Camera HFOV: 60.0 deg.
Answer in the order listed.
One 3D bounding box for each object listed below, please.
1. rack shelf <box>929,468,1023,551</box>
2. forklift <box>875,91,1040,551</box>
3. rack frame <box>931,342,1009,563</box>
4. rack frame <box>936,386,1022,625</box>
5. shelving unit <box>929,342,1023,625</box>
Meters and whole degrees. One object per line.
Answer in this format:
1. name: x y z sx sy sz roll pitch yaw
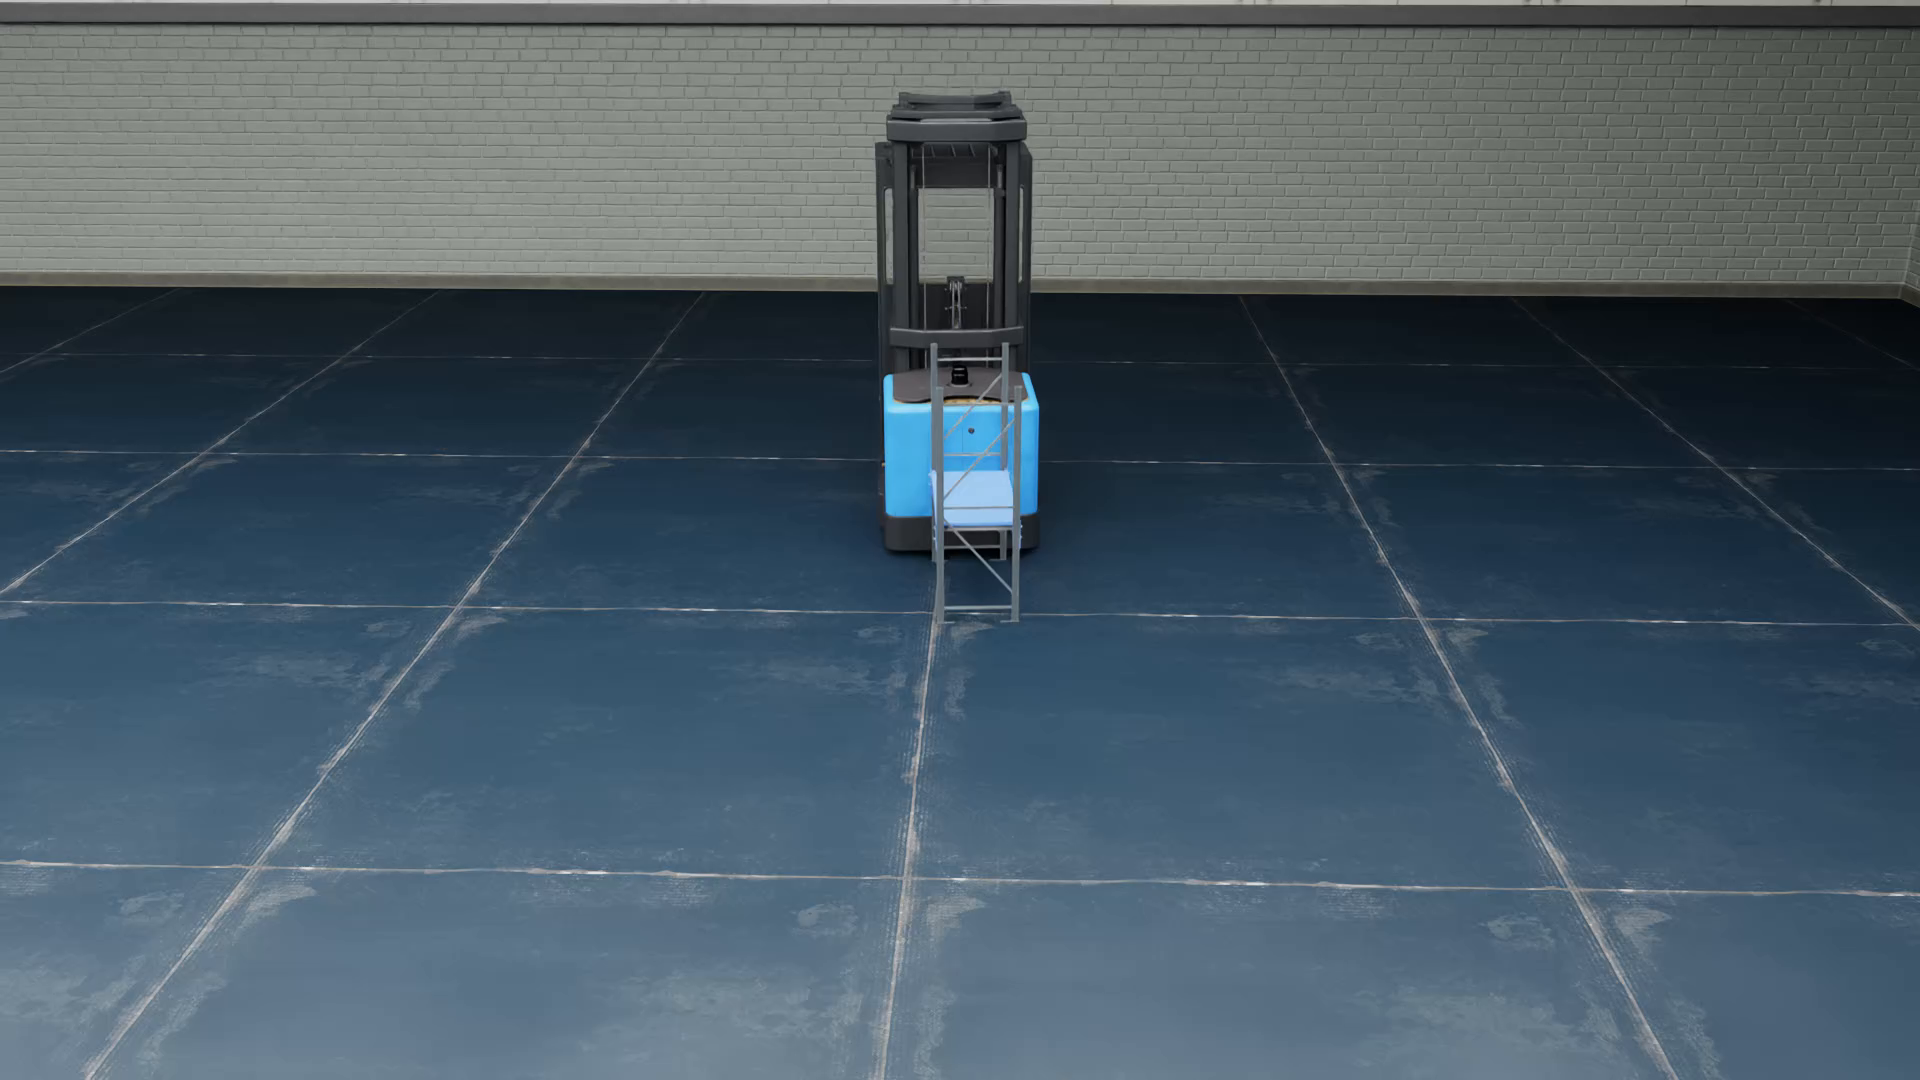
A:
1. rack shelf: 0.086 -0.205 10.481 0.538 0.185 1.000 -1 21 -3
2. forklift: -0.054 -1.781 12.067 1.130 2.935 3.031 -1 21 -3
3. rack frame: 0.062 -0.556 10.889 0.500 1.500 0.032 -1 21 -3
4. rack frame: 0.110 -0.189 9.942 0.500 1.500 0.032 -1 21 -3
5. shelving unit: 0.086 -0.372 10.415 0.538 1.500 1.048 -1 21 -3
